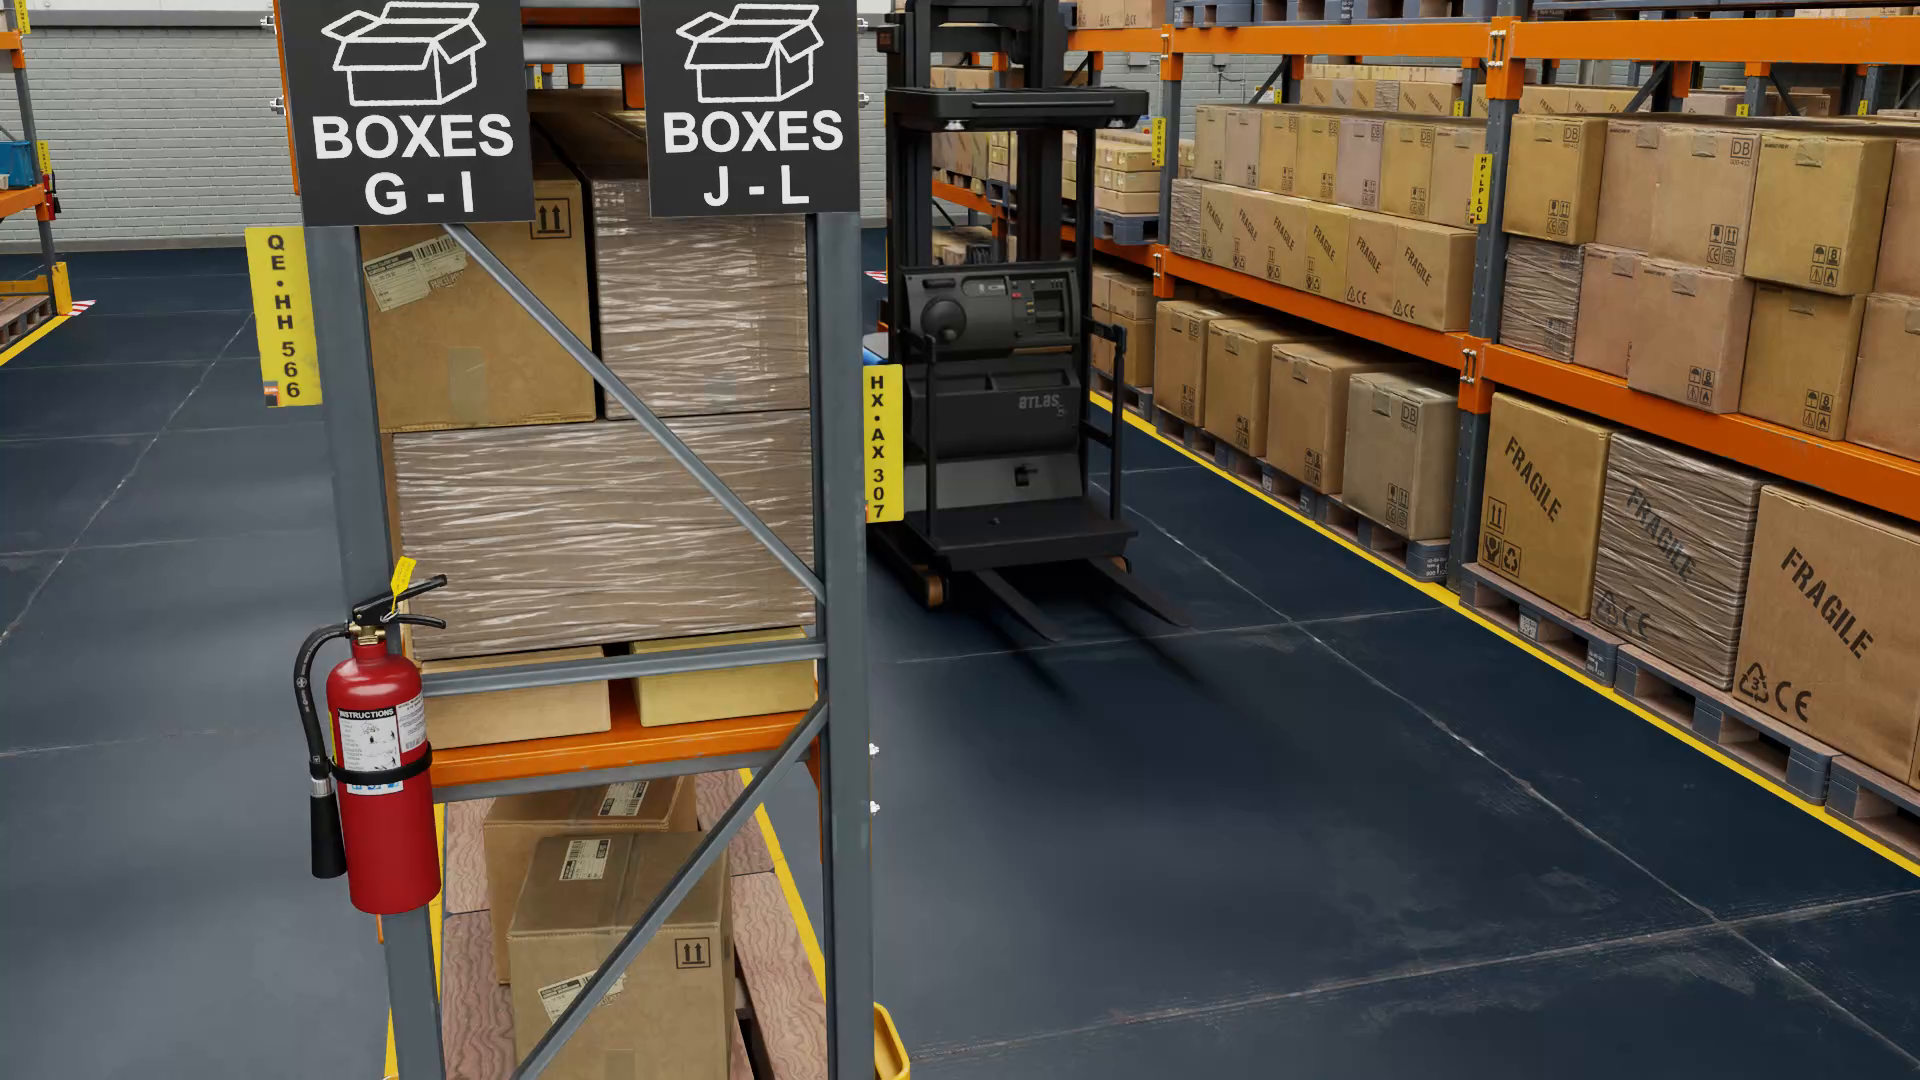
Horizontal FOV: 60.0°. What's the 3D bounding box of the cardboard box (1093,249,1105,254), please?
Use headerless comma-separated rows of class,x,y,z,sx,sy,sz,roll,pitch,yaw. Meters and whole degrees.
cardboard box,1.389,-2.453,14.717,0.500,0.250,0.500,-4,17,-13

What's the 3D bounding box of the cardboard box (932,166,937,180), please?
cardboard box,-0.086,-3.936,17.778,0.380,0.149,0.250,-5,17,-16

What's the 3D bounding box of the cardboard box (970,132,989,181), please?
cardboard box,0.408,-3.721,15.936,0.500,0.500,0.500,-5,17,-15

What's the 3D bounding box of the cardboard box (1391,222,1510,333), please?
cardboard box,2.610,-1.378,8.651,0.500,0.500,0.500,-5,17,-16

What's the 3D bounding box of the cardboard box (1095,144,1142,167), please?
cardboard box,1.197,-2.920,12.632,0.380,0.149,0.250,-4,17,-14

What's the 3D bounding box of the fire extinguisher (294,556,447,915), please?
fire extinguisher,-1.098,0.369,3.144,0.296,0.674,0.183,-5,17,-15

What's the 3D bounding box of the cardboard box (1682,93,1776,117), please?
cardboard box,6.250,-3.382,13.584,0.500,0.500,0.500,-5,17,-17

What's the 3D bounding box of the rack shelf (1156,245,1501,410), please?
rack shelf,2.461,-1.415,10.200,1.077,0.370,4.000,-5,17,-15

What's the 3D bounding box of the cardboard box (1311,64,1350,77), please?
cardboard box,4.417,-5.596,19.827,0.380,0.149,0.250,-4,17,-14

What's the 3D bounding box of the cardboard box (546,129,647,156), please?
cardboard box,-0.988,-0.994,5.118,0.500,0.500,0.500,-5,17,-15

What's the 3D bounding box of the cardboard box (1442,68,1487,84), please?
cardboard box,5.153,-4.736,16.966,0.380,0.149,0.250,-5,17,-16

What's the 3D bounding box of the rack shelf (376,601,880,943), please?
rack shelf,-1.236,0.055,5.305,1.077,0.370,4.000,-5,17,-15

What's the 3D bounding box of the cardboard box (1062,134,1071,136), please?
cardboard box,0.766,-3.352,14.070,0.380,0.149,0.250,-5,17,-16

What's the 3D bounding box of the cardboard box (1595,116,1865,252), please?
cardboard box,3.342,-1.548,7.254,0.875,0.550,0.550,-5,17,-15

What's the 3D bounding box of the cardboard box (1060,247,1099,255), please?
cardboard box,0.910,-2.410,14.574,0.500,0.250,0.500,-4,17,-14

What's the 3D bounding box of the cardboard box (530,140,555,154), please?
cardboard box,-1.353,-0.814,4.520,0.500,0.500,0.500,-5,17,-15

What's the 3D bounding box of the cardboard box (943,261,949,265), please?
cardboard box,0.028,-2.981,17.870,0.380,0.149,0.250,-4,17,-12

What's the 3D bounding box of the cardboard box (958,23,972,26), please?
cardboard box,0.292,-5.038,16.056,0.500,0.250,0.500,-5,17,-15

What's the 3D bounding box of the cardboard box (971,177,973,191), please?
cardboard box,0.317,-3.501,16.330,0.380,0.149,0.250,-4,17,-13

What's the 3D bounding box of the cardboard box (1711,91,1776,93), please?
cardboard box,6.597,-3.551,14.149,0.500,0.500,0.500,-5,17,-15

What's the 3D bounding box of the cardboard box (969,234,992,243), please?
cardboard box,0.320,-3.308,18.442,0.380,0.149,0.250,-5,18,-17

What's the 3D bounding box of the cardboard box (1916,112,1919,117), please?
cardboard box,10.376,-4.187,17.272,0.700,0.500,0.500,-5,17,-15

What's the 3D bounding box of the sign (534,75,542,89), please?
sign,-4.558,-4.869,18.022,0.100,0.325,0.005,-5,17,-15

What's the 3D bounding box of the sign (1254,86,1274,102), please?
sign,4.822,-7.077,26.363,0.339,0.242,0.001,-5,17,-15

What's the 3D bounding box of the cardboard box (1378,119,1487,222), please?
cardboard box,2.726,-2.012,9.026,0.700,0.500,0.500,-5,17,-16

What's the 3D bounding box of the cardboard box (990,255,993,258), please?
cardboard box,0.281,-2.754,16.597,0.380,0.149,0.250,-5,17,-16

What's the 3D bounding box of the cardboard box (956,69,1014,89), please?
cardboard box,0.276,-4.340,16.257,0.500,0.500,0.500,-5,18,-17

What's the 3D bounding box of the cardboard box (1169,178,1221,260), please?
cardboard box,1.775,-2.216,11.440,0.500,0.500,0.500,-5,17,-15

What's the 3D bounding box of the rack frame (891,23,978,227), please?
rack frame,-0.287,-4.526,19.305,1.000,3.000,0.127,-5,17,-15

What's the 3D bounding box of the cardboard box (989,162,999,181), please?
cardboard box,0.478,-3.355,15.114,0.380,0.149,0.250,-6,18,-18

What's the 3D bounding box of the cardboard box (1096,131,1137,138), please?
cardboard box,1.327,-3.471,14.467,0.380,0.149,0.250,-5,17,-15

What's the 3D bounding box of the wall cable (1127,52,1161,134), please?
wall cable,2.873,-7.005,25.737,0.585,1.953,0.123,-5,17,-15

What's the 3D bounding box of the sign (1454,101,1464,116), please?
sign,5.011,-4.247,16.735,0.100,0.325,0.005,-5,17,-15

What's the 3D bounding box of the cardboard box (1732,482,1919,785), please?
cardboard box,3.616,0.291,6.234,0.875,0.875,0.875,-5,17,-16

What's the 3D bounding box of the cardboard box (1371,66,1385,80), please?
cardboard box,4.781,-5.162,18.382,0.380,0.149,0.250,-5,17,-15

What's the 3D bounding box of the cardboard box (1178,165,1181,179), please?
cardboard box,1.819,-2.834,12.864,0.380,0.149,0.250,-5,18,-17

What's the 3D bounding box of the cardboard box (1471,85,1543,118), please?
cardboard box,5.389,-4.221,16.379,0.500,0.500,0.500,-4,17,-15

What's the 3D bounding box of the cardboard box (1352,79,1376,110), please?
cardboard box,4.738,-4.895,18.621,0.500,0.500,0.500,-5,17,-15

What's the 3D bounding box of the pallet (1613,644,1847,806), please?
pallet,3.484,0.683,6.810,1.003,0.211,1.213,-5,17,-15

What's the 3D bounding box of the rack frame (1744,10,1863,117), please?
rack frame,6.643,-2.732,13.335,1.000,3.000,0.127,-5,17,-15

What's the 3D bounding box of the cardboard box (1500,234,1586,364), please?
cardboard box,3.124,-1.177,7.897,0.875,0.550,0.550,-5,17,-15

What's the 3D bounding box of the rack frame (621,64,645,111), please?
rack frame,-1.786,-0.843,7.043,1.000,3.000,0.127,-5,17,-15

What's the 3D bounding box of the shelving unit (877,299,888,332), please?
shelving unit,-0.317,-0.850,10.195,0.258,1.200,0.503,-5,18,-18

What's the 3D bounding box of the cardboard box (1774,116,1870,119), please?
cardboard box,6.544,-2.981,12.742,0.500,0.500,0.500,-5,17,-17

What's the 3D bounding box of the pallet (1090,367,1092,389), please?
pallet,1.367,-1.531,14.181,1.003,0.211,1.213,-5,17,-15

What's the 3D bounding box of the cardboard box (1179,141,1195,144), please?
cardboard box,1.759,-3.038,13.023,0.380,0.149,0.250,-5,18,-18

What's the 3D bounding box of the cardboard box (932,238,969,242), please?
cardboard box,-0.117,-3.189,18.045,0.380,0.149,0.250,-4,17,-13

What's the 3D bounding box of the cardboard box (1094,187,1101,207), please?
cardboard box,1.196,-2.634,12.714,0.380,0.149,0.250,-4,17,-14

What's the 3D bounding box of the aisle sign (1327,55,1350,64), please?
aisle sign,4.723,-6.235,20.475,0.394,0.787,0.004,-5,17,-15

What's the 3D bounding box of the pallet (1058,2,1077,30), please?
pallet,1.168,-4.300,13.667,1.213,0.211,1.003,-5,17,-15

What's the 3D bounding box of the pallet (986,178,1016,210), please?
pallet,0.883,-3.105,14.908,1.003,0.211,1.213,-5,17,-15

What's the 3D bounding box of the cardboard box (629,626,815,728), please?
cardboard box,-0.536,0.287,3.721,0.380,0.149,0.250,-5,17,-15

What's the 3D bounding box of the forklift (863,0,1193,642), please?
forklift,0.243,-1.195,8.334,1.130,2.935,3.031,-5,18,-18

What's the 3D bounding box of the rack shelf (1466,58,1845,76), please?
rack shelf,6.094,-4.378,14.848,1.077,0.370,4.000,-5,17,-15
